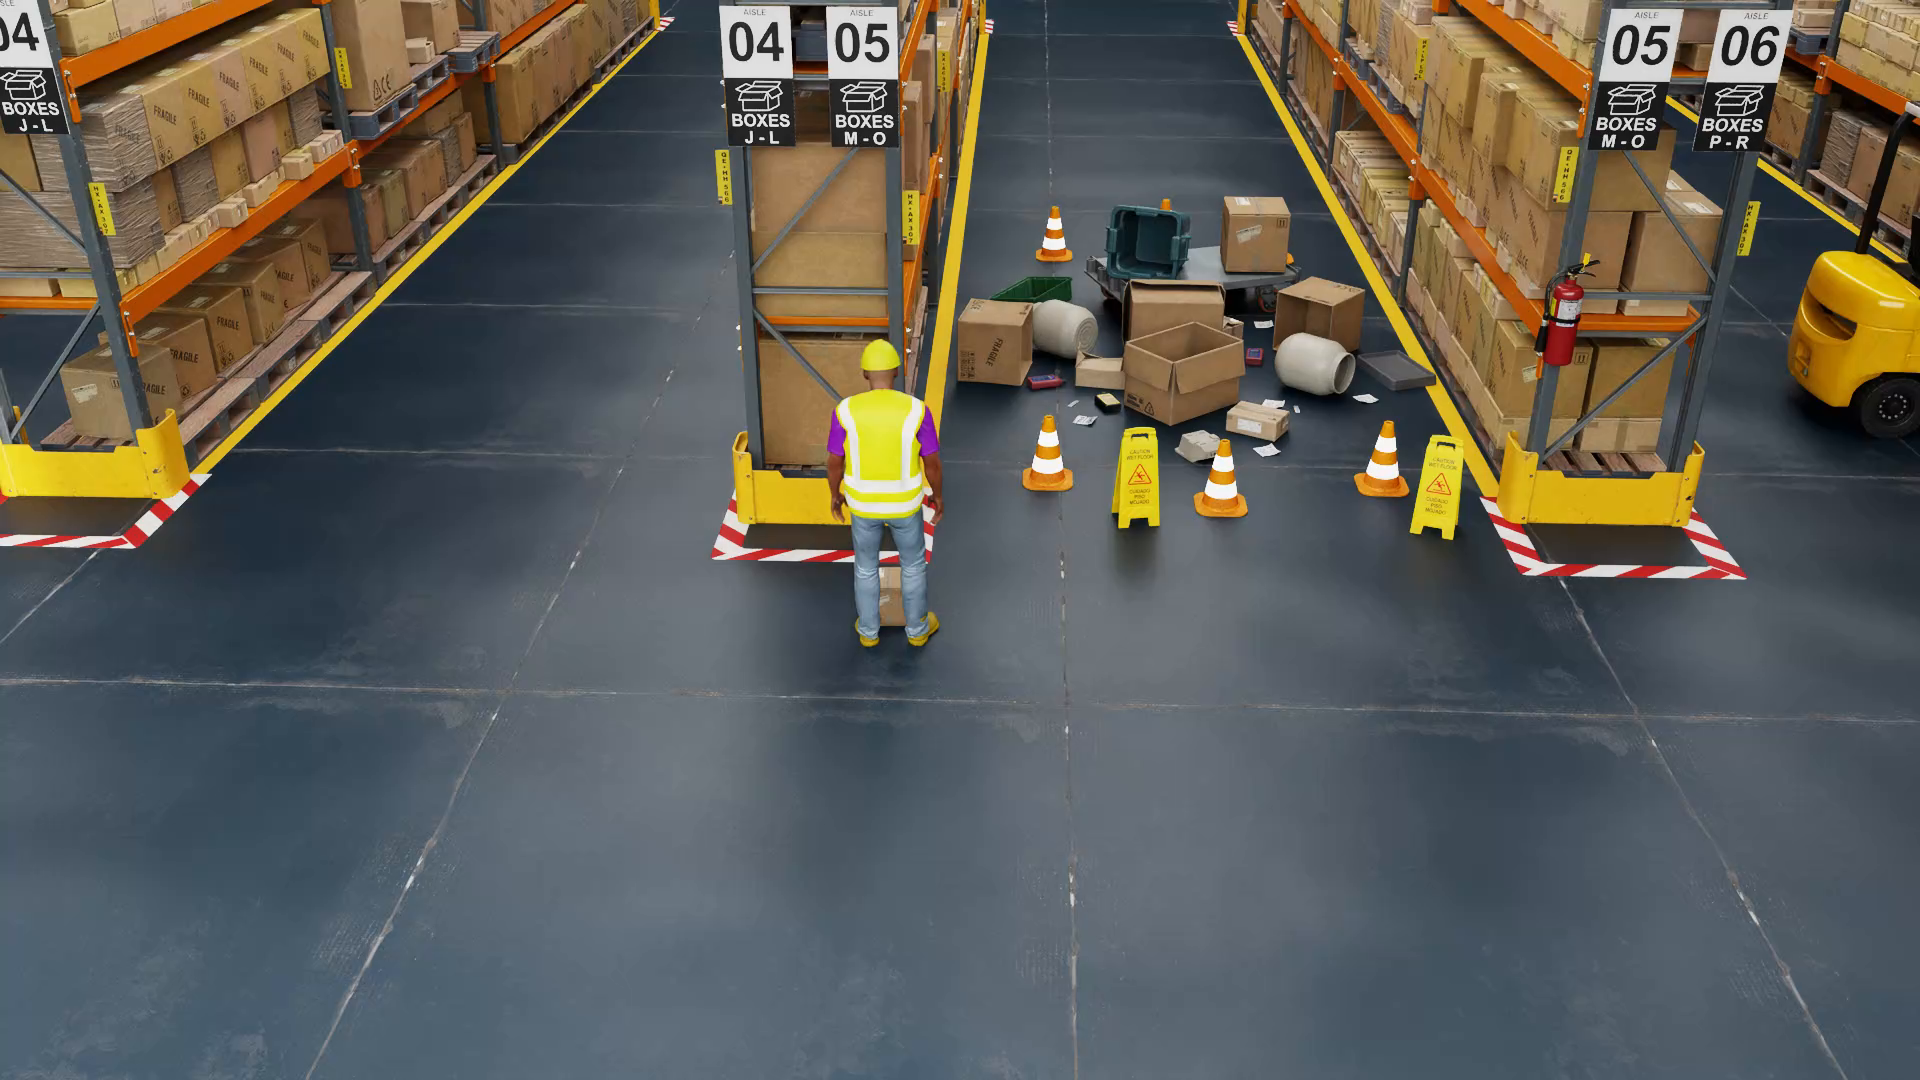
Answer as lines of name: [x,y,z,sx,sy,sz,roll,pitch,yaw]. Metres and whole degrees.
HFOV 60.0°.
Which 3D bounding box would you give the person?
person: [-0.399,-0.233,9.047,0.627,1.757,0.460,1,28,2]
